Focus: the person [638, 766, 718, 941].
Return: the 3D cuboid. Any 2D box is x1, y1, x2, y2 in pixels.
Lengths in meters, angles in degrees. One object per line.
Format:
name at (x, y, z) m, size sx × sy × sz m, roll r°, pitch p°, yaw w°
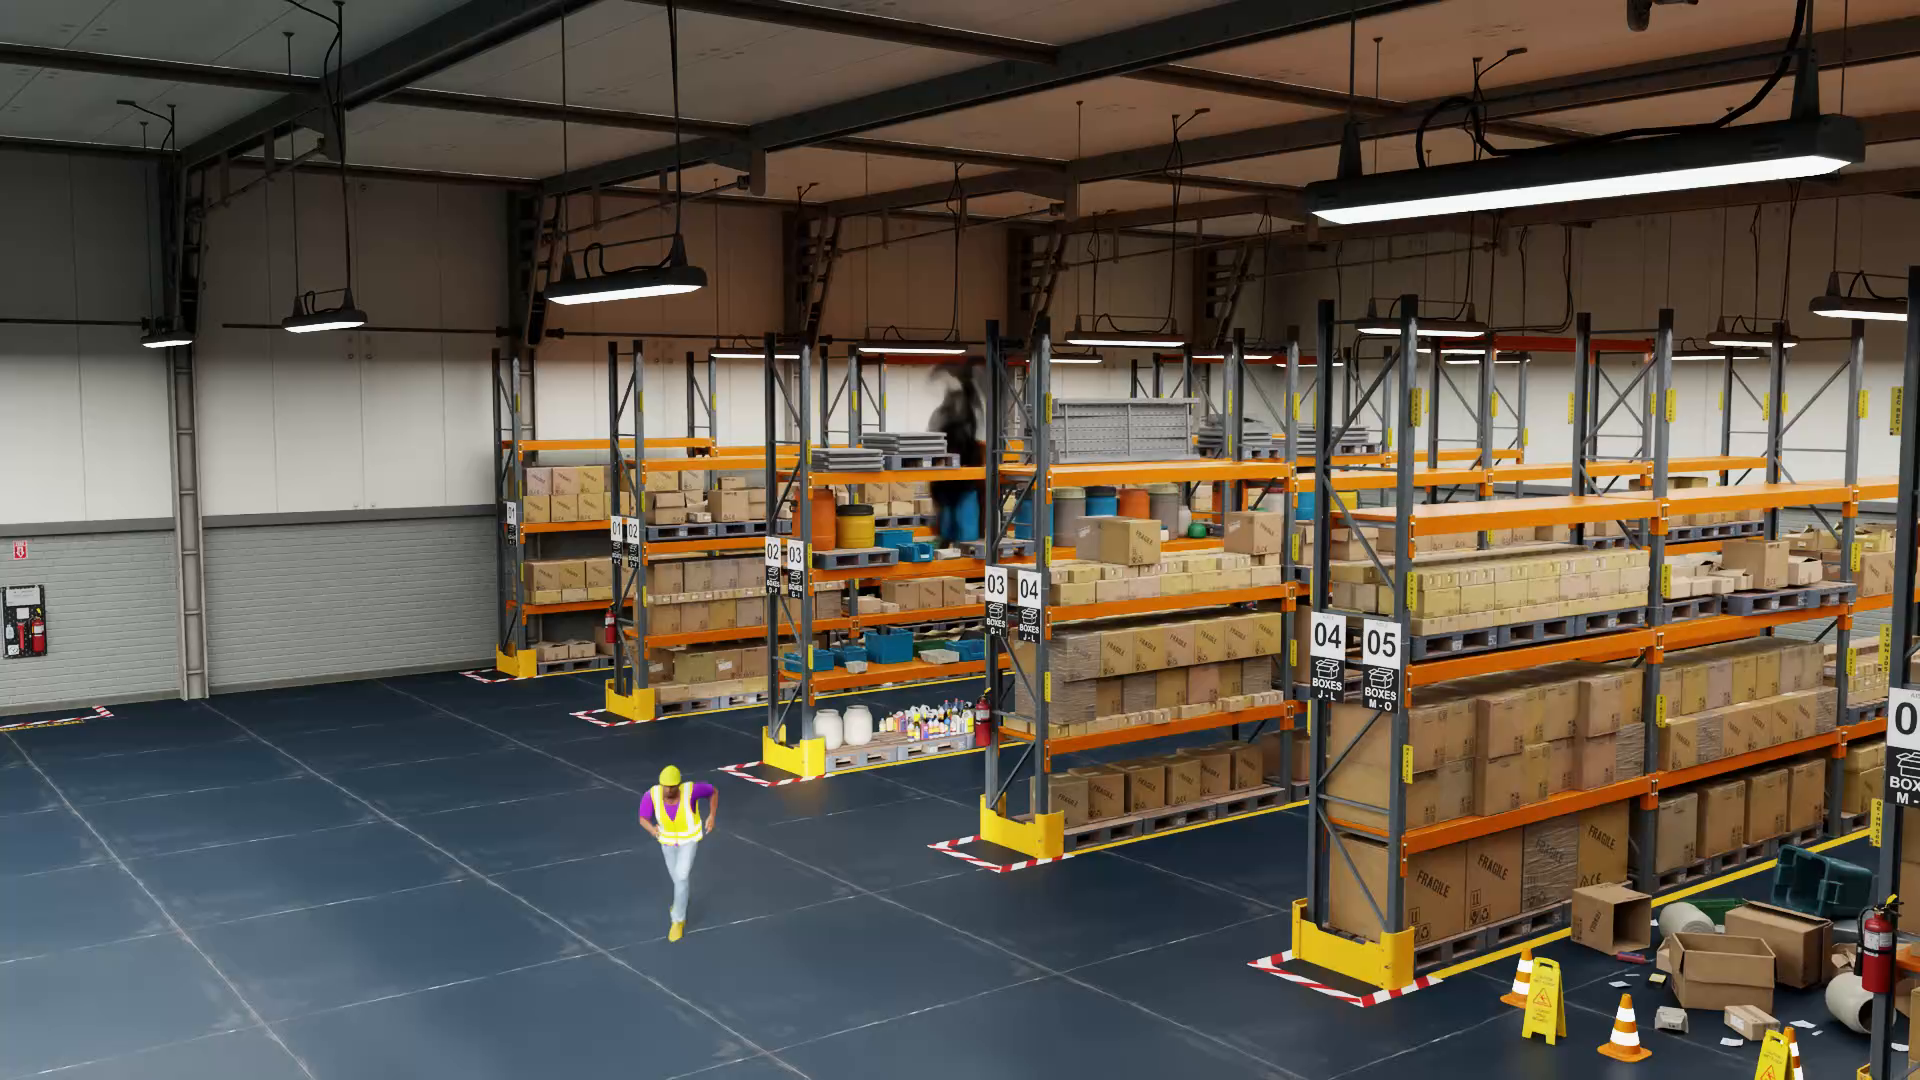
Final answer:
person at (-2.704, 2.952, 16.064) m, size 0.747 × 1.716 × 1.040 m, roll 0°, pitch 5°, yaw 1°
